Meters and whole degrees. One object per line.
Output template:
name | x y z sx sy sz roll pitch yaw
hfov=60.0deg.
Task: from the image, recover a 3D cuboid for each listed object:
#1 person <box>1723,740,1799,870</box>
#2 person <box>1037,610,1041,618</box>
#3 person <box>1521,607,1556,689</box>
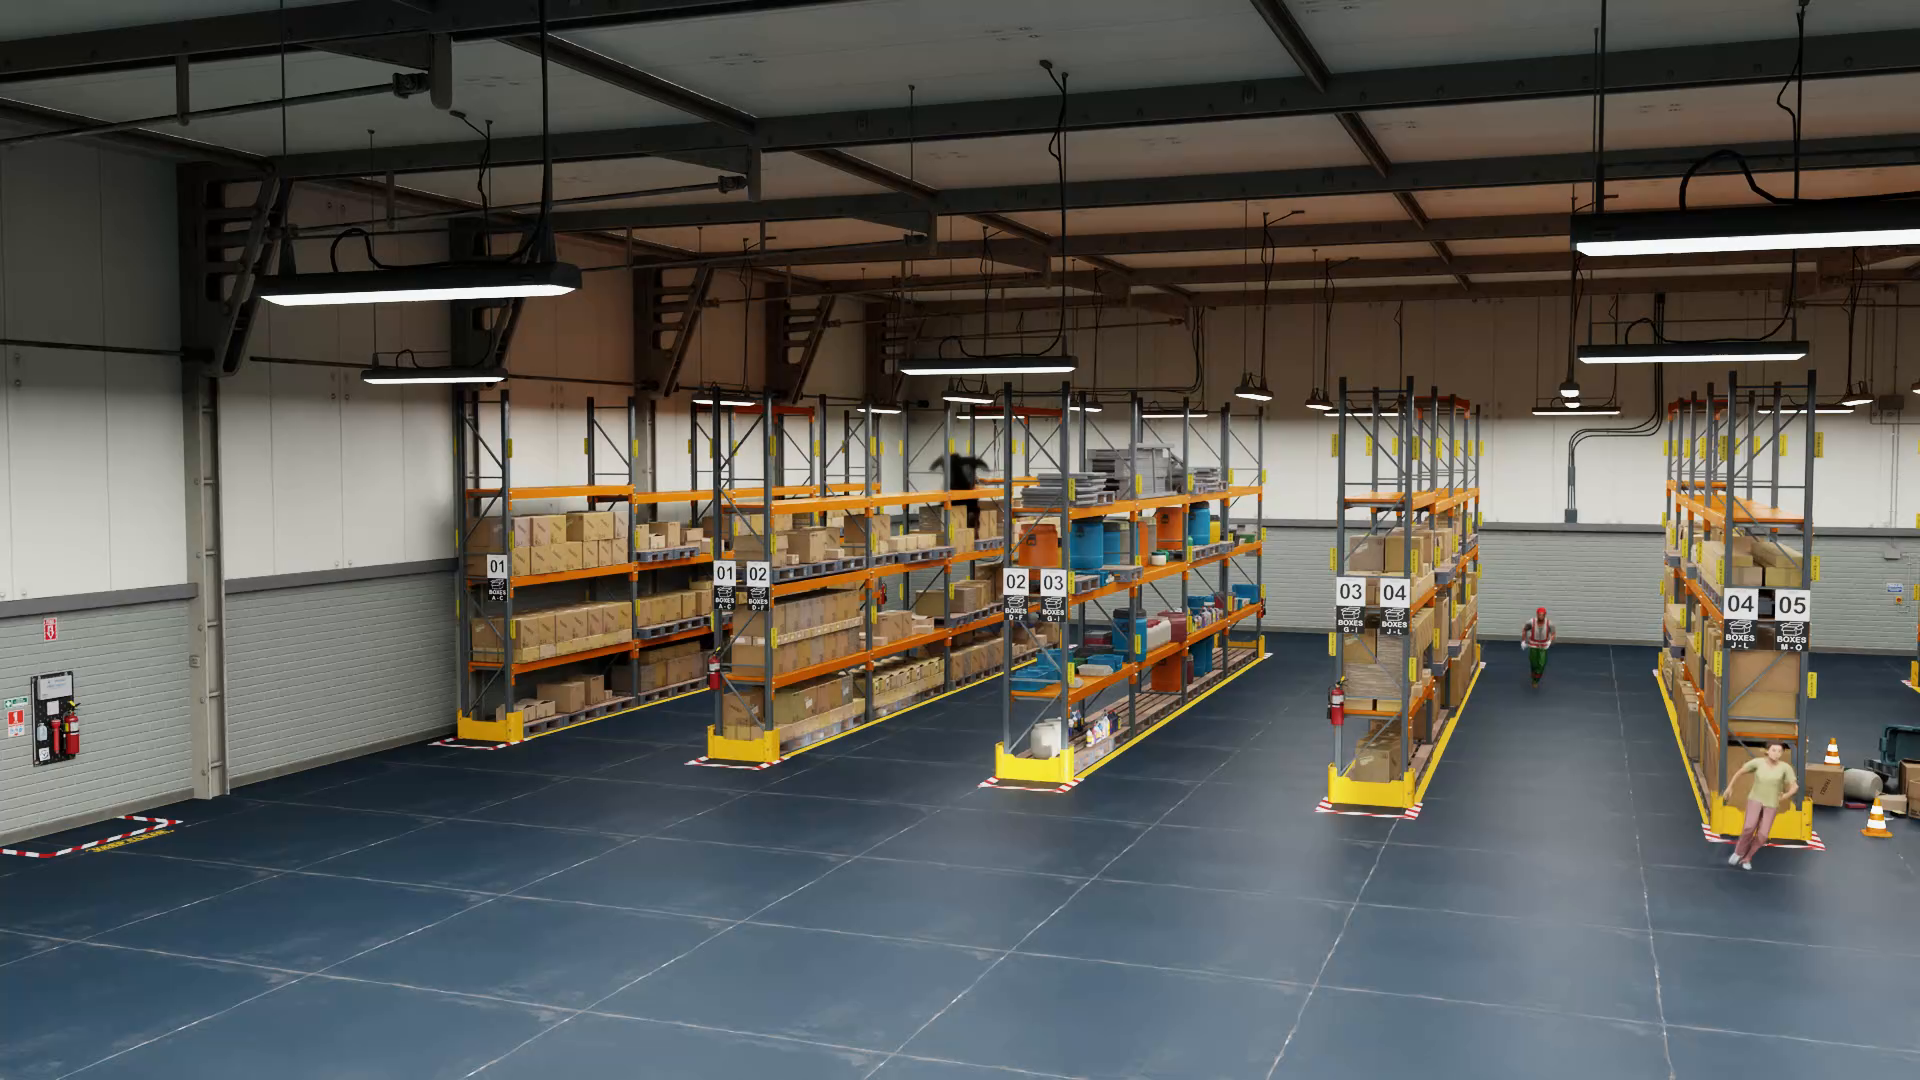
person | 9.514 3.150 19.700 0.749 1.594 0.598 1 3 12
person | 2.182 1.853 42.795 0.708 1.578 0.575 1 3 24
person | 12.068 2.240 34.683 0.649 1.715 0.706 0 3 6
